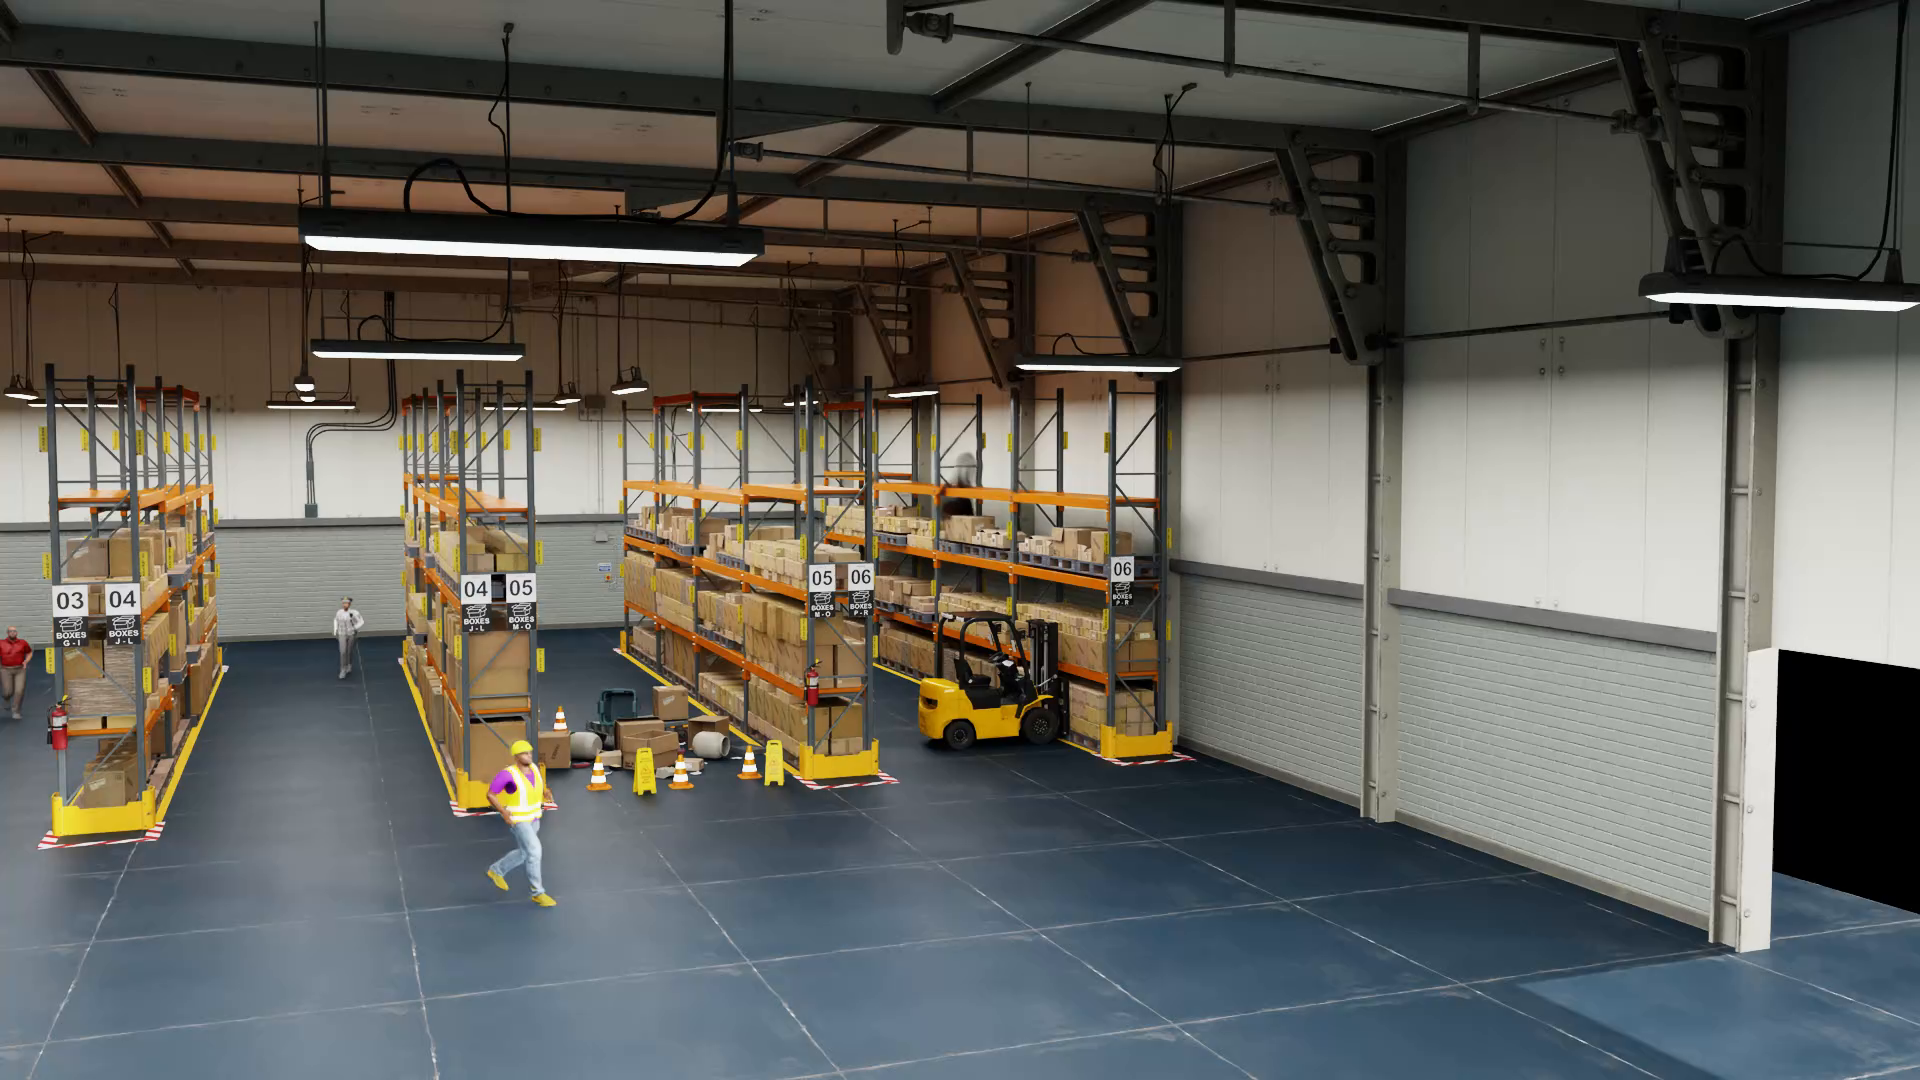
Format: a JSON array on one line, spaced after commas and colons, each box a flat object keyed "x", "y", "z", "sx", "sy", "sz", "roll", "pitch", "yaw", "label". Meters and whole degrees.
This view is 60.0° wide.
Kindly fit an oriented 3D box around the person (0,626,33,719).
[{"x": -17.230, "y": 2.400, "z": 30.260, "sx": 0.664, "sy": 1.684, "sz": 0.602, "roll": -2, "pitch": 4, "yaw": -36, "label": "person"}]

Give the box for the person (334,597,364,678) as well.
[{"x": -13.092, "y": 2.054, "z": 35.614, "sx": 0.634, "sy": 1.711, "sz": 0.871, "roll": -1, "pitch": 3, "yaw": -11, "label": "person"}]

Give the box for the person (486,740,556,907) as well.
[{"x": -4.775, "y": 3.059, "z": 18.146, "sx": 0.905, "sy": 1.776, "sz": 0.685, "roll": 1, "pitch": 4, "yaw": 22, "label": "person"}]
